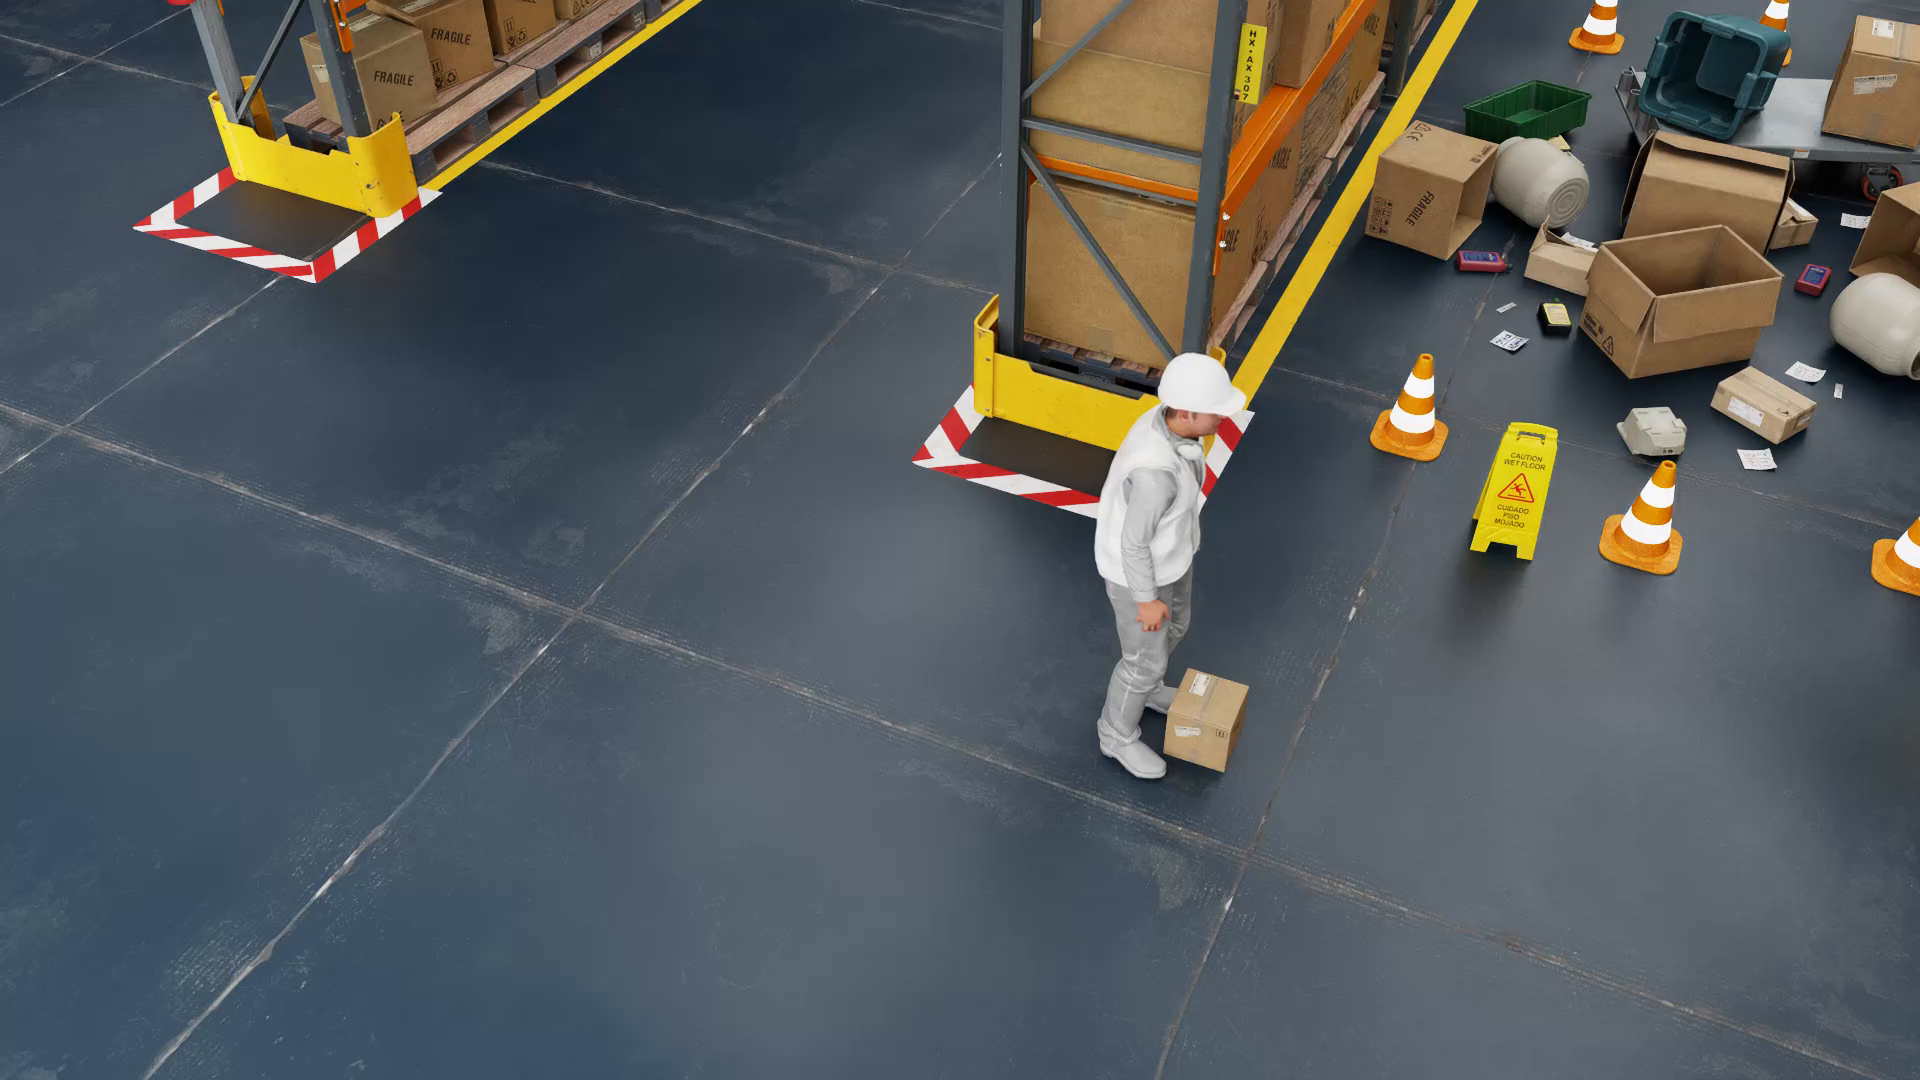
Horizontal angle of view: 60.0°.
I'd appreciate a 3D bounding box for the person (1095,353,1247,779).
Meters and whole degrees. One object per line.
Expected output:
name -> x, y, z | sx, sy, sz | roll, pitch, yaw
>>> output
person -> 0.728, 0.061, 6.070 | 0.458, 1.773, 0.591 | 16, 44, 17
